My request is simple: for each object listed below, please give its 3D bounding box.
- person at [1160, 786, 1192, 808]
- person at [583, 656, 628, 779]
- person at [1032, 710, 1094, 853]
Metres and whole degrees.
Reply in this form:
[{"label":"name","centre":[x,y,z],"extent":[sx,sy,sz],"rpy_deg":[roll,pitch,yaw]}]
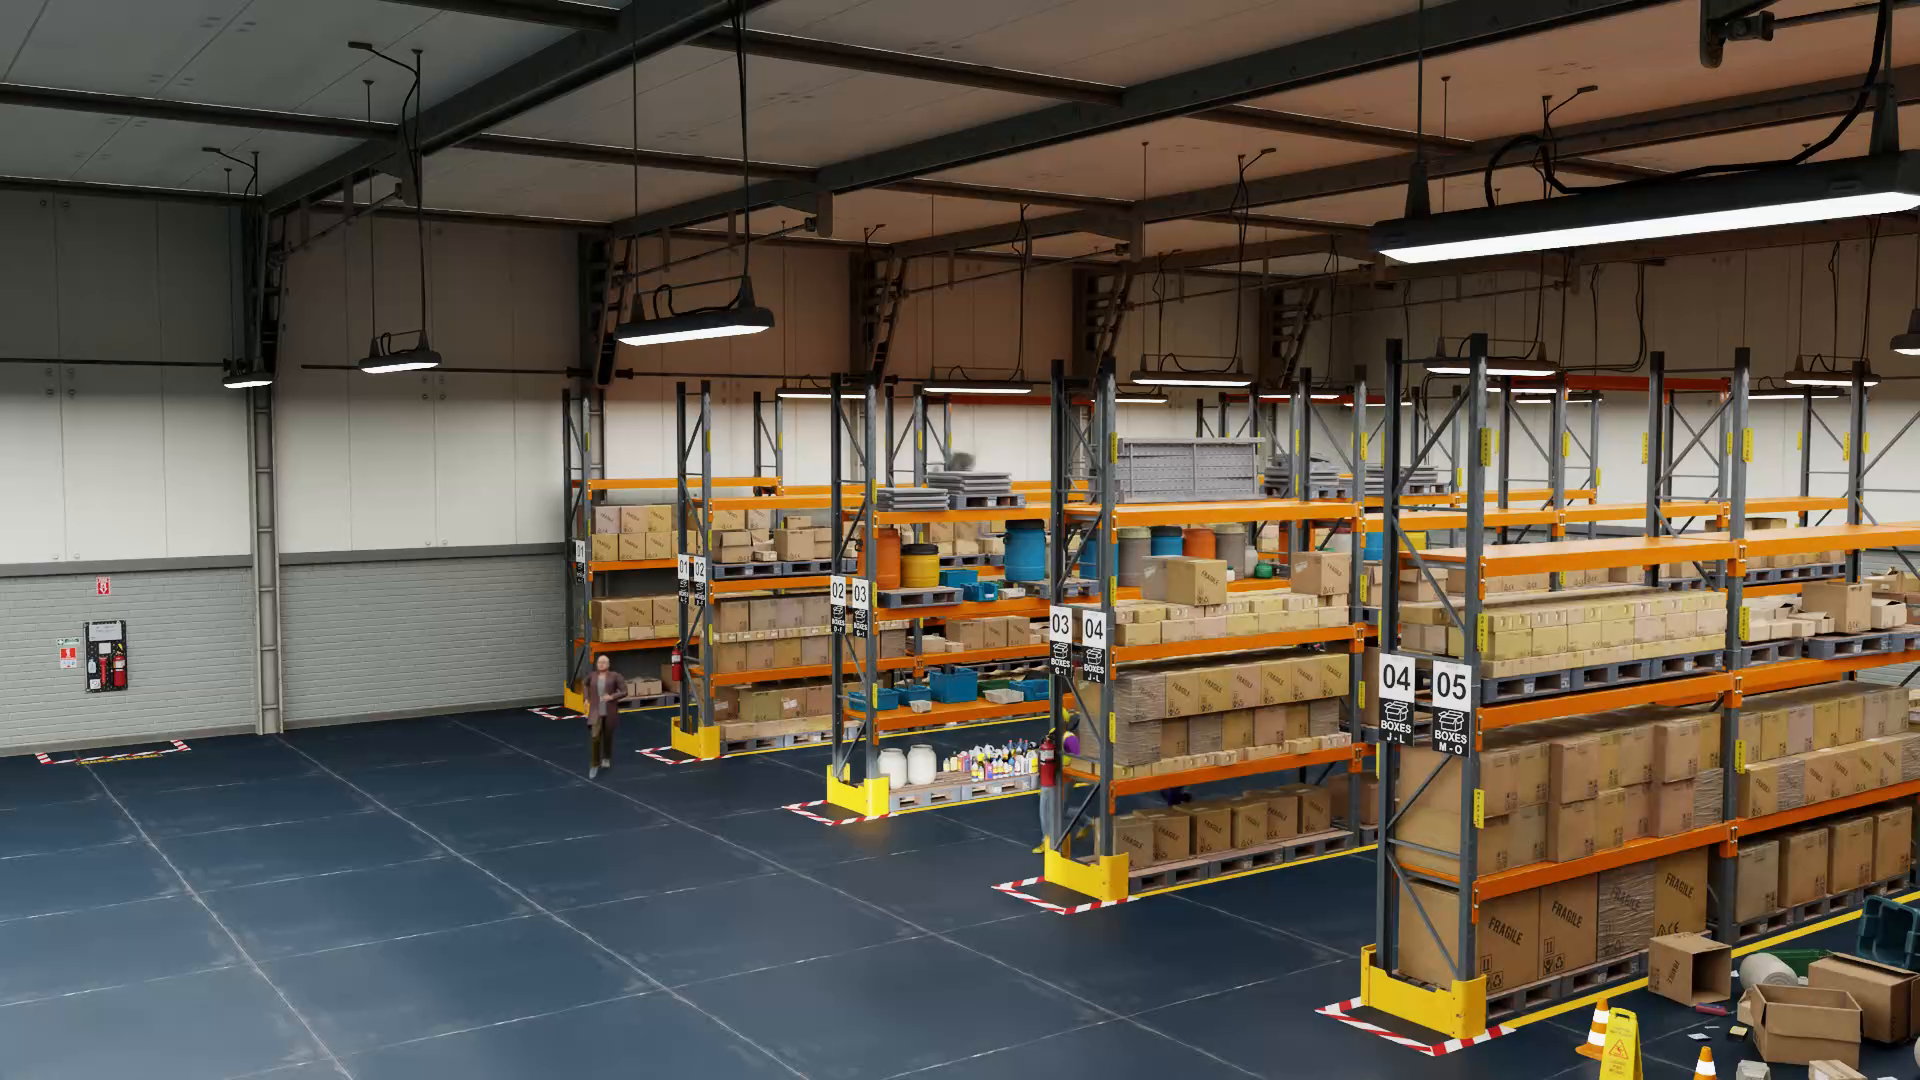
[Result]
[{"label":"person","centre":[2.885,2.971,21.828],"extent":[0.663,1.615,0.609],"rpy_deg":[-3,5,-40]},{"label":"person","centre":[-5.391,2.660,25.267],"extent":[0.700,1.839,0.870],"rpy_deg":[0,4,-6]},{"label":"person","centre":[1.264,2.966,20.609],"extent":[0.857,1.760,0.708],"rpy_deg":[-2,4,-34]}]
